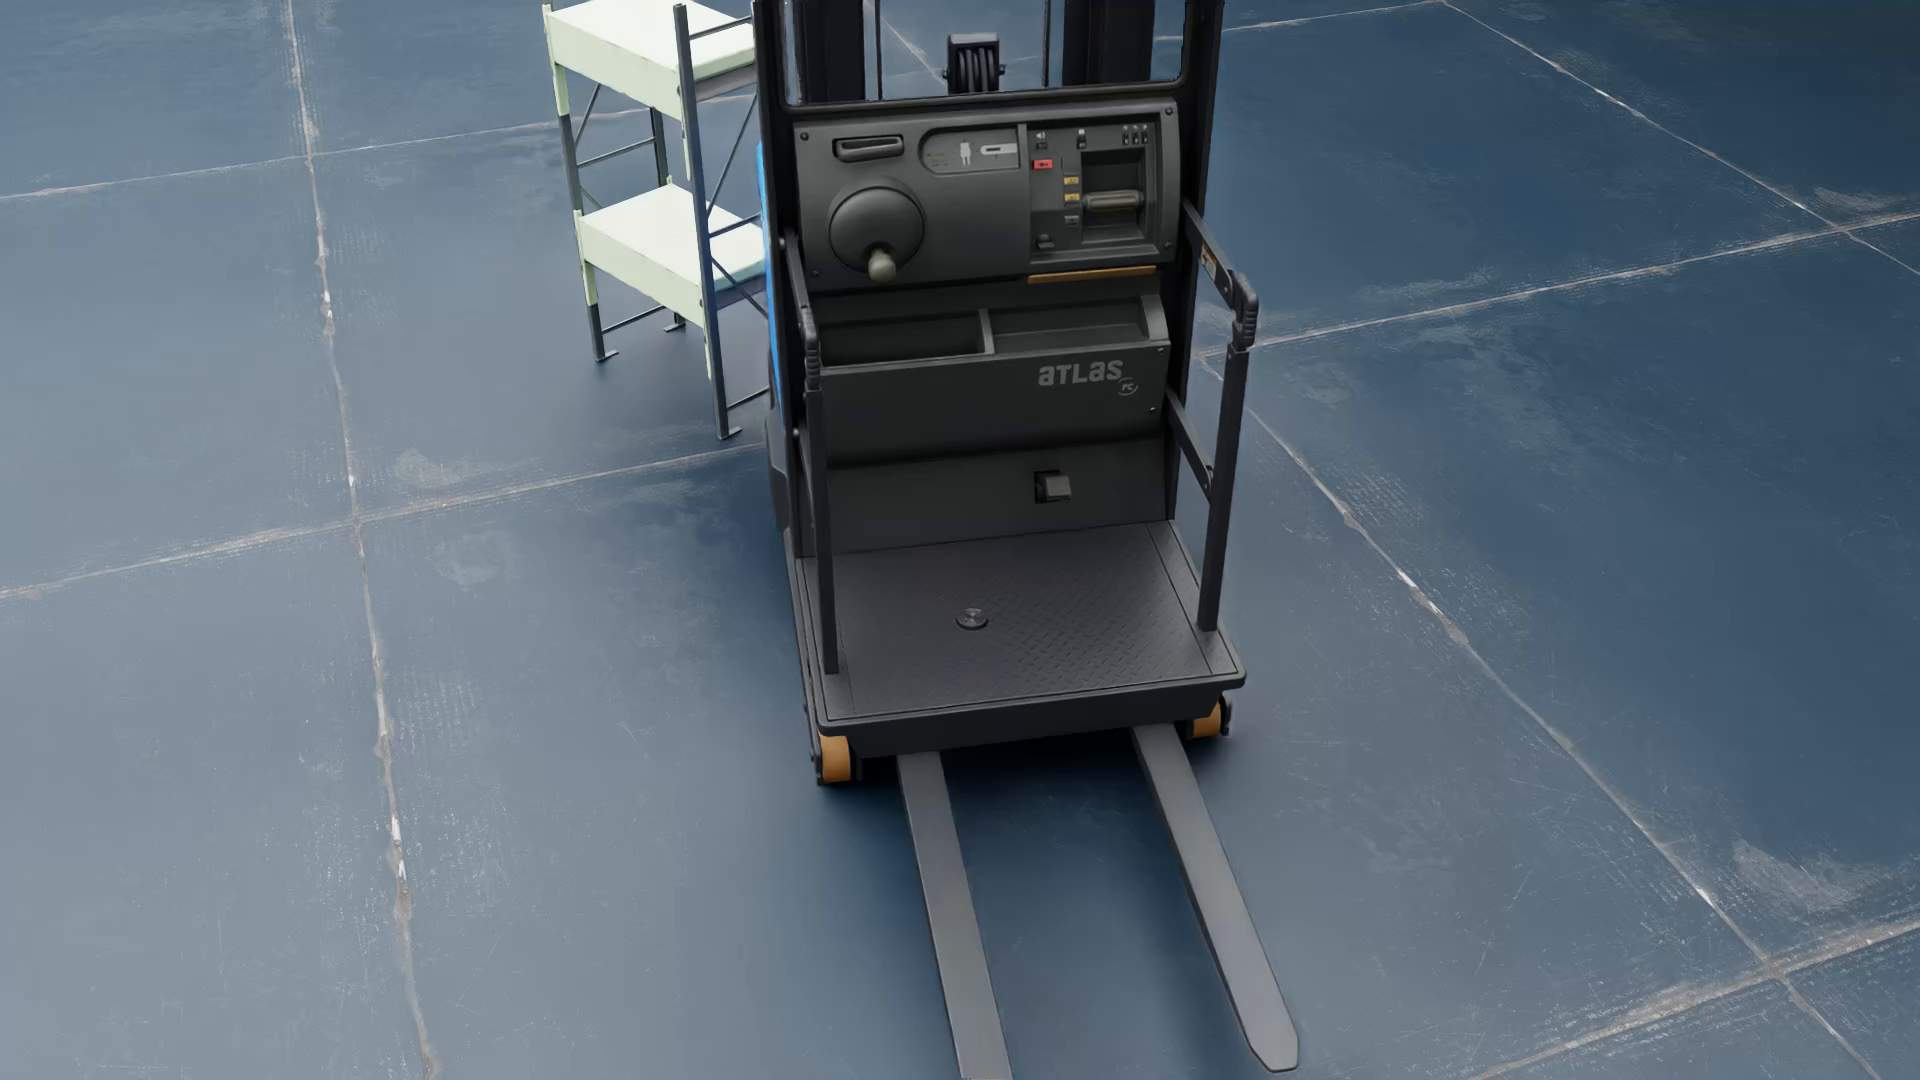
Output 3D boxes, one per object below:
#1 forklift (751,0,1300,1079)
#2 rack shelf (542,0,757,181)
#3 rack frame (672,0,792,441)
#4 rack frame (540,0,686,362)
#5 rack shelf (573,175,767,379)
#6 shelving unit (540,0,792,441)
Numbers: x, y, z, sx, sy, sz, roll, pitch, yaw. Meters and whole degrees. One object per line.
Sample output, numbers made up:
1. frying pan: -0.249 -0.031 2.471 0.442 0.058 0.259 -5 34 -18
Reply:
1. forklift: 0.113 -0.766 3.831 1.130 2.935 3.031 -6 37 -8
2. rack shelf: -0.940 -1.497 5.342 0.431 0.370 0.720 -31 47 -34
3. rack frame: -0.683 -1.029 5.369 0.400 1.500 0.023 -31 47 -34
4. rack frame: -1.197 -1.342 5.785 0.400 1.500 0.023 -31 47 -34
5. rack shelf: -0.940 -0.925 5.773 0.431 0.370 0.720 -31 47 -34
6. shelving unit: -0.940 -1.185 5.577 0.431 1.500 0.755 -31 47 -34
